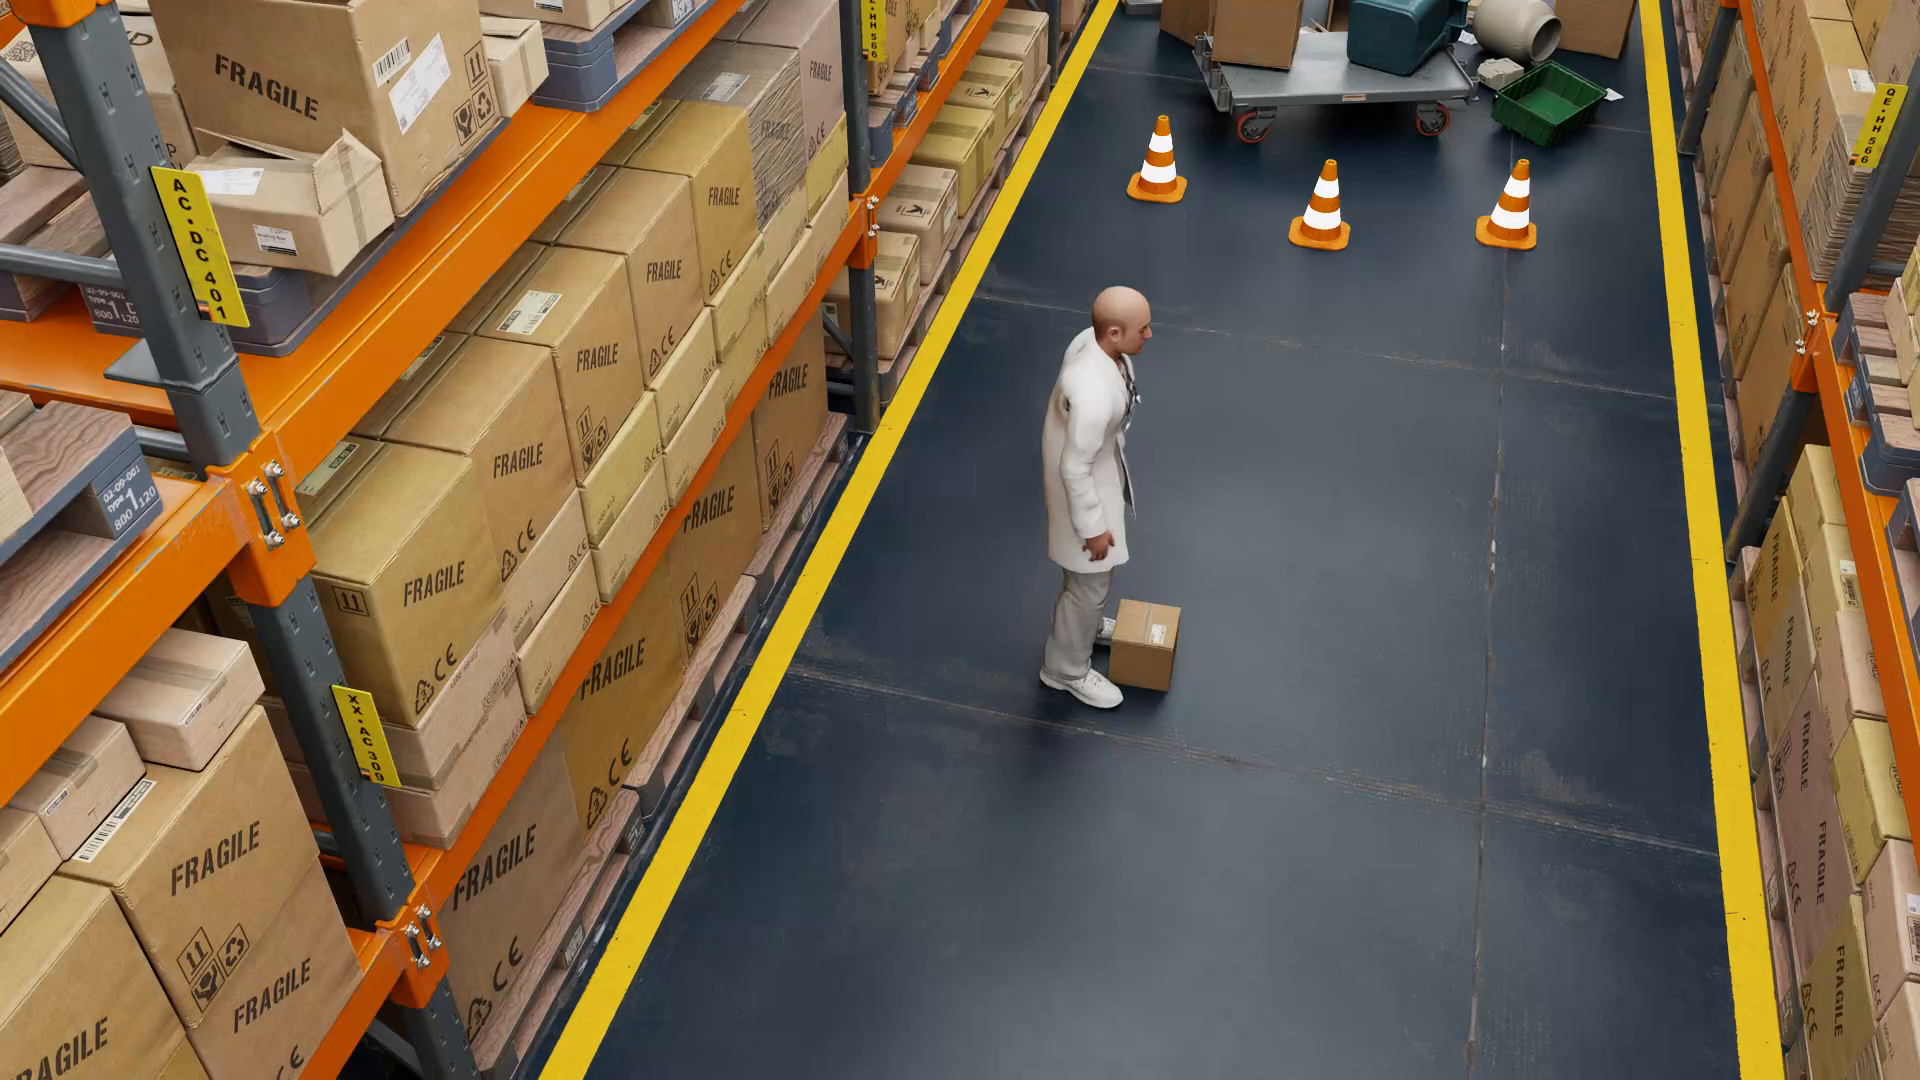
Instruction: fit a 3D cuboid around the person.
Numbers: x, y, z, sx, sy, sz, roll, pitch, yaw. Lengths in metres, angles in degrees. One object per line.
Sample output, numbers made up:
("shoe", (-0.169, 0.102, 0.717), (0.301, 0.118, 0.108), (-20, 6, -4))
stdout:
("person", (0.520, -0.196, 6.398), (0.419, 1.775, 0.655), (8, 41, 9))
